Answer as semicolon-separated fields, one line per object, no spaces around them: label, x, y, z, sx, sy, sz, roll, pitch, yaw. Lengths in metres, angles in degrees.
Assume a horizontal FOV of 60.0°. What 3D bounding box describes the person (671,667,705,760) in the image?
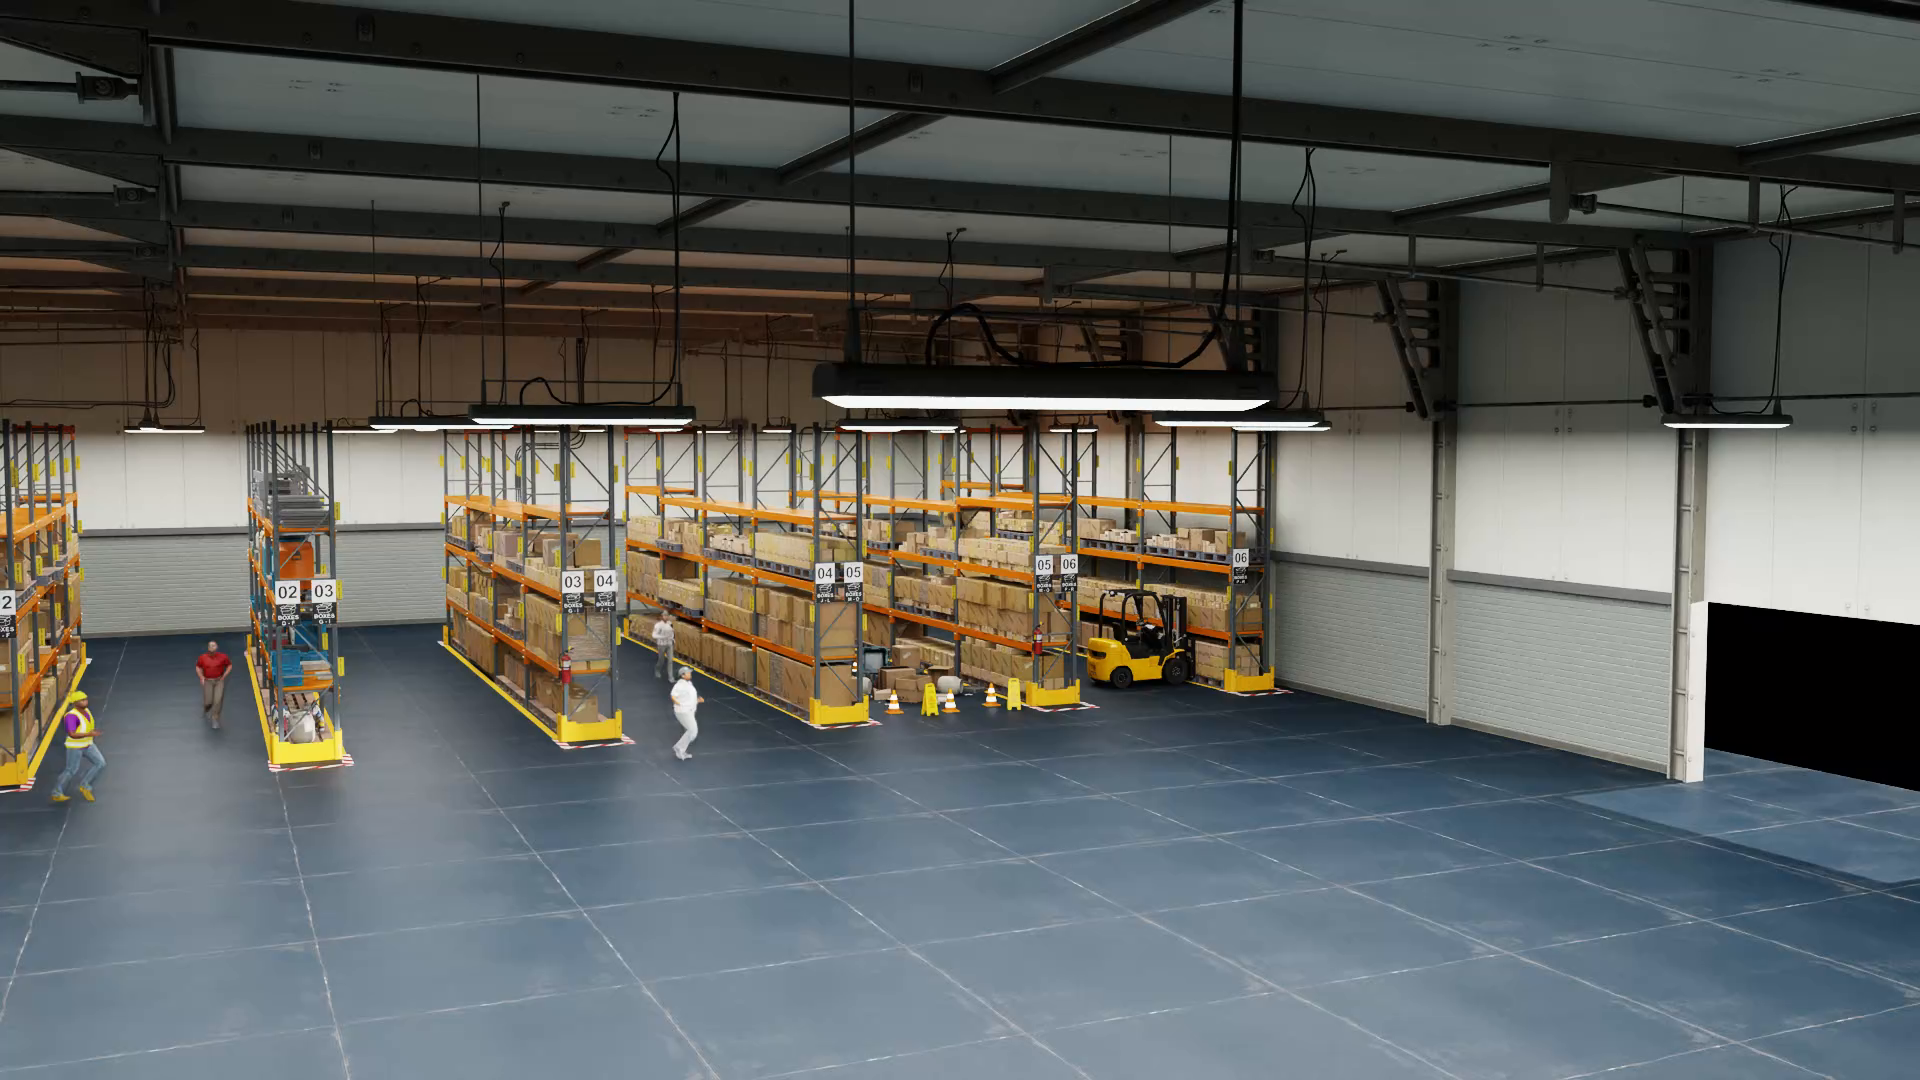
person;-4.811;3.071;29.528;0.518;1.650;0.601;1;4;8

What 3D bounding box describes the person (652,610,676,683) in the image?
person;-6.820;2.440;38.503;0.617;1.662;0.958;-2;4;-33

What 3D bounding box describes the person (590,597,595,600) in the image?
person;-10.499;1.877;48.299;0.720;1.686;0.660;3;5;43

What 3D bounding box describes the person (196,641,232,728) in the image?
person;-14.708;2.835;32.818;0.653;1.700;0.647;-1;4;-23

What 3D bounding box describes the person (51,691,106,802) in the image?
person;-13.686;3.219;25.886;0.860;1.757;0.711;0;4;6
